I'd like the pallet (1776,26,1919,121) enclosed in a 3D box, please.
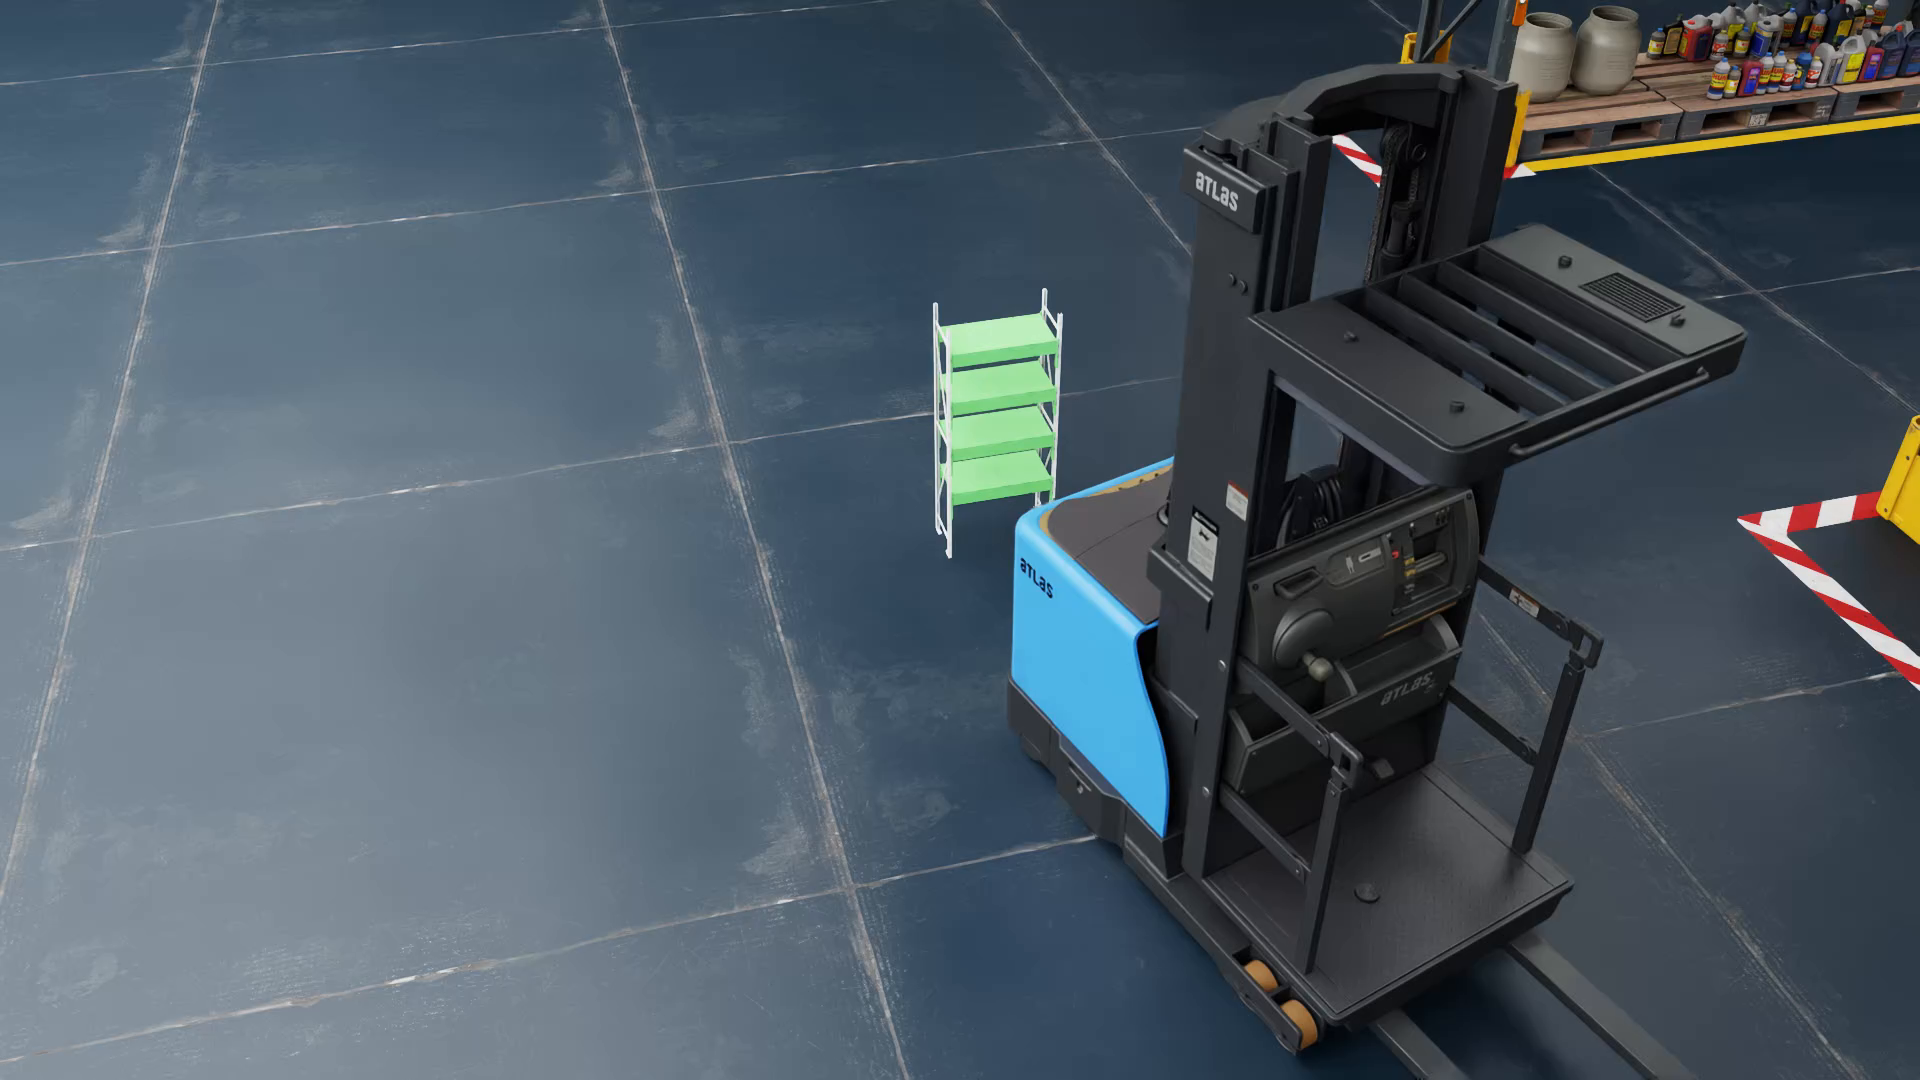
[{"bbox_3d":[6.513,-3.379,11.993,1.213,0.211,1.003,-9,38,-12],"label":"pallet"}]

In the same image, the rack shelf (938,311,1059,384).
[{"bbox_3d":[0.160,-0.833,7.167,0.480,0.148,0.258,-9,38,-12],"label":"rack shelf"}]

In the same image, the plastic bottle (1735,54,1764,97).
[{"bbox_3d":[5.365,-3.160,11.286,0.133,0.283,0.061,-9,38,-11],"label":"plastic bottle"}]

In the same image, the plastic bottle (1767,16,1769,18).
[{"bbox_3d":[5.823,-3.686,12.041,0.097,0.201,0.097,0,37,0],"label":"plastic bottle"}]

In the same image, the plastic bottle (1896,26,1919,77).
[{"bbox_3d":[6.626,-3.420,11.570,0.185,0.351,0.144,-10,39,-13],"label":"plastic bottle"}]

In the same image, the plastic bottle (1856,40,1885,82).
[{"bbox_3d":[6.294,-3.312,11.485,0.133,0.283,0.061,-7,38,-9],"label":"plastic bottle"}]

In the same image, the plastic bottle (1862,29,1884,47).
[{"bbox_3d":[6.377,-3.443,11.661,0.135,0.276,0.152,-9,38,-12],"label":"plastic bottle"}]

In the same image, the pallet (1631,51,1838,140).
[{"bbox_3d":[5.333,-3.183,11.738,1.213,0.211,1.003,-9,38,-12],"label":"pallet"}]

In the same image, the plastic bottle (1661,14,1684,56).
[{"bbox_3d":[5.077,-3.608,11.871,0.133,0.283,0.061,-8,38,-11],"label":"plastic bottle"}]

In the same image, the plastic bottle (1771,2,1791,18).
[{"bbox_3d":[5.932,-3.748,12.054,0.133,0.283,0.061,-8,38,-10],"label":"plastic bottle"}]

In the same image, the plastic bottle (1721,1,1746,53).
[{"bbox_3d":[5.513,-3.680,11.910,0.185,0.351,0.144,-8,38,-10],"label":"plastic bottle"}]

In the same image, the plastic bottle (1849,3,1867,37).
[{"bbox_3d":[6.474,-3.741,12.045,0.133,0.283,0.061,-9,38,-12],"label":"plastic bottle"}]

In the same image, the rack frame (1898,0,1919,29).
[{"bbox_3d":[7.172,-4.568,11.253,0.127,3.000,1.000,-9,38,-12],"label":"rack frame"}]

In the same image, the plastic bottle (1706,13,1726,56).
[{"bbox_3d":[5.354,-3.621,11.895,0.135,0.276,0.152,-10,39,-13],"label":"plastic bottle"}]

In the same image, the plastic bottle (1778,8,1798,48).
[{"bbox_3d":[5.970,-3.700,12.001,0.097,0.271,0.097,0,37,0],"label":"plastic bottle"}]

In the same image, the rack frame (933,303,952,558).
[{"bbox_3d":[-0.076,-0.464,7.369,0.015,1.200,0.240,-9,38,-12],"label":"rack frame"}]

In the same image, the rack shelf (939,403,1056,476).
[{"bbox_3d":[0.160,-0.452,7.459,0.480,0.148,0.258,-9,38,-12],"label":"rack shelf"}]

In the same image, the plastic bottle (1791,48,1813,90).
[{"bbox_3d":[5.765,-3.232,11.390,0.097,0.271,0.097,0,37,0],"label":"plastic bottle"}]

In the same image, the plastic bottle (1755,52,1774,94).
[{"bbox_3d":[5.473,-3.184,11.328,0.097,0.271,0.097,0,37,0],"label":"plastic bottle"}]

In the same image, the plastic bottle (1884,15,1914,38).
[{"bbox_3d":[6.588,-3.504,11.680,0.185,0.351,0.144,-9,38,-12],"label":"plastic bottle"}]

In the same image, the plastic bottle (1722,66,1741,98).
[{"bbox_3d":[5.242,-3.119,11.299,0.097,0.201,0.097,0,37,0],"label":"plastic bottle"}]

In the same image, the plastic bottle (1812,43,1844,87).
[{"bbox_3d":[5.971,-3.285,11.455,0.135,0.276,0.152,-9,38,-11],"label":"plastic bottle"}]

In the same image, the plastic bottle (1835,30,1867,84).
[{"bbox_3d":[6.129,-3.338,11.463,0.185,0.351,0.144,-10,38,-12],"label":"plastic bottle"}]

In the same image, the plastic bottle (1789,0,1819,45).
[{"bbox_3d":[6.103,-3.777,12.036,0.185,0.351,0.144,-11,39,-14],"label":"plastic bottle"}]

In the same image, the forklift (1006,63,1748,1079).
[{"bbox_3d":[1.386,0.206,5.068,1.130,2.935,3.031,-20,42,-25],"label":"forklift"}]

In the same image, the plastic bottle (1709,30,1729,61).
[{"bbox_3d":[5.404,-3.522,11.826,0.097,0.201,0.097,0,37,0],"label":"plastic bottle"}]

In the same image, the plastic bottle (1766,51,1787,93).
[{"bbox_3d":[5.570,-3.200,11.348,0.097,0.271,0.097,0,37,0],"label":"plastic bottle"}]

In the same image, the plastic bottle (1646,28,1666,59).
[{"bbox_3d":[4.969,-3.546,11.858,0.097,0.201,0.097,0,37,0],"label":"plastic bottle"}]

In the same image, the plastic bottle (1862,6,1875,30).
[{"bbox_3d":[6.652,-3.822,12.219,0.097,0.201,0.097,0,37,0],"label":"plastic bottle"}]

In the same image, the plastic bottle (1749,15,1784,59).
[{"bbox_3d":[5.755,-3.597,11.862,0.135,0.276,0.152,-9,38,-12],"label":"plastic bottle"}]

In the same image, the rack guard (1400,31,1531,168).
[{"bbox_3d":[3.372,-2.981,11.236,0.348,0.500,1.175,-9,38,-12],"label":"rack guard"}]

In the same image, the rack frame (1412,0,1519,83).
[{"bbox_3d":[3.311,-3.935,10.425,0.127,3.000,1.000,-9,38,-12],"label":"rack frame"}]

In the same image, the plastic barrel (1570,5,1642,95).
[{"bbox_3d":[4.410,-3.342,11.352,0.421,0.512,0.421,0,37,0],"label":"plastic barrel"}]

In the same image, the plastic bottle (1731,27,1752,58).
[{"bbox_3d":[5.586,-3.557,11.871,0.097,0.201,0.097,0,37,0],"label":"plastic bottle"}]

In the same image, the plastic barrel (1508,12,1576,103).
[{"bbox_3d":[3.926,-3.262,11.248,0.421,0.512,0.421,0,37,0],"label":"plastic barrel"}]

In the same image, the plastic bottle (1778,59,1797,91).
[{"bbox_3d":[5.665,-3.188,11.390,0.097,0.201,0.097,0,37,0],"label":"plastic bottle"}]

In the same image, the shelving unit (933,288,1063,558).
[{"bbox_3d":[0.160,-0.503,7.420,0.503,1.200,0.258,-9,38,-12],"label":"shelving unit"}]

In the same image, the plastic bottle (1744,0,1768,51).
[{"bbox_3d":[5.692,-3.709,11.948,0.185,0.351,0.144,-10,38,-12],"label":"plastic bottle"}]

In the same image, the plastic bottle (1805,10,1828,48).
[{"bbox_3d":[6.176,-3.681,11.977,0.097,0.271,0.097,0,37,0],"label":"plastic bottle"}]

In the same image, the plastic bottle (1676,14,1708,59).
[{"bbox_3d":[5.220,-3.599,11.866,0.135,0.276,0.152,-9,38,-12],"label":"plastic bottle"}]

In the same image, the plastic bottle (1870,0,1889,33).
[{"bbox_3d":[6.750,-3.866,12.219,0.097,0.271,0.097,0,37,0],"label":"plastic bottle"}]

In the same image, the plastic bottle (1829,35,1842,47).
[{"bbox_3d":[6.077,-3.368,11.557,0.133,0.283,0.061,-9,38,-12],"label":"plastic bottle"}]

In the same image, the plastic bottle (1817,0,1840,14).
[{"bbox_3d":[6.285,-3.806,12.075,0.185,0.351,0.144,-8,38,-11],"label":"plastic bottle"}]

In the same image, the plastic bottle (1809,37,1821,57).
[{"bbox_3d":[5.942,-3.350,11.535,0.133,0.283,0.061,-9,38,-12],"label":"plastic bottle"}]

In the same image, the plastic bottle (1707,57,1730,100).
[{"bbox_3d":[5.142,-3.130,11.257,0.097,0.271,0.097,0,37,0],"label":"plastic bottle"}]

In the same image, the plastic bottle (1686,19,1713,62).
[{"bbox_3d":[5.248,-3.540,11.783,0.133,0.283,0.061,-9,38,-12],"label":"plastic bottle"}]

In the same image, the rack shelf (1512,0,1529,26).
[{"bbox_3d":[5.241,-3.966,11.057,4.000,0.370,1.077,-9,38,-12],"label":"rack shelf"}]

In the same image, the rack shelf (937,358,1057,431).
[{"bbox_3d":[0.160,-0.643,7.313,0.480,0.148,0.258,-9,38,-12],"label":"rack shelf"}]

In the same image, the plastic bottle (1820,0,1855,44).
[{"bbox_3d":[6.322,-3.722,11.965,0.185,0.351,0.144,-9,38,-12],"label":"plastic bottle"}]

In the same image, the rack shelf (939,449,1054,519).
[{"bbox_3d":[0.160,-0.261,7.604,0.480,0.148,0.258,-9,38,-12],"label":"rack shelf"}]

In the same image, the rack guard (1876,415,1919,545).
[{"bbox_3d":[4.675,-0.049,7.402,0.348,0.500,1.175,-9,38,-12],"label":"rack guard"}]

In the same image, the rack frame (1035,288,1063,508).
[{"bbox_3d":[0.395,-0.541,7.470,0.015,1.200,0.240,-9,38,-12],"label":"rack frame"}]

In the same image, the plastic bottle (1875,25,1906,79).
[{"bbox_3d":[6.440,-3.389,11.530,0.185,0.351,0.144,-11,39,-14],"label":"plastic bottle"}]

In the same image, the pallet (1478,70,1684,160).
[{"bbox_3d":[4.157,-2.992,11.488,1.213,0.211,1.003,-9,38,-12],"label":"pallet"}]

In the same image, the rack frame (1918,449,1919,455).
[{"bbox_3d":[4.602,-1.029,6.627,0.127,3.000,1.000,-9,38,-12],"label":"rack frame"}]

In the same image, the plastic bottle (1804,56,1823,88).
[{"bbox_3d":[5.864,-3.221,11.433,0.097,0.201,0.097,0,37,0],"label":"plastic bottle"}]

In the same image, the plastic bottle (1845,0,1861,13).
[{"bbox_3d":[6.445,-3.801,12.129,0.135,0.276,0.152,-8,38,-10],"label":"plastic bottle"}]
